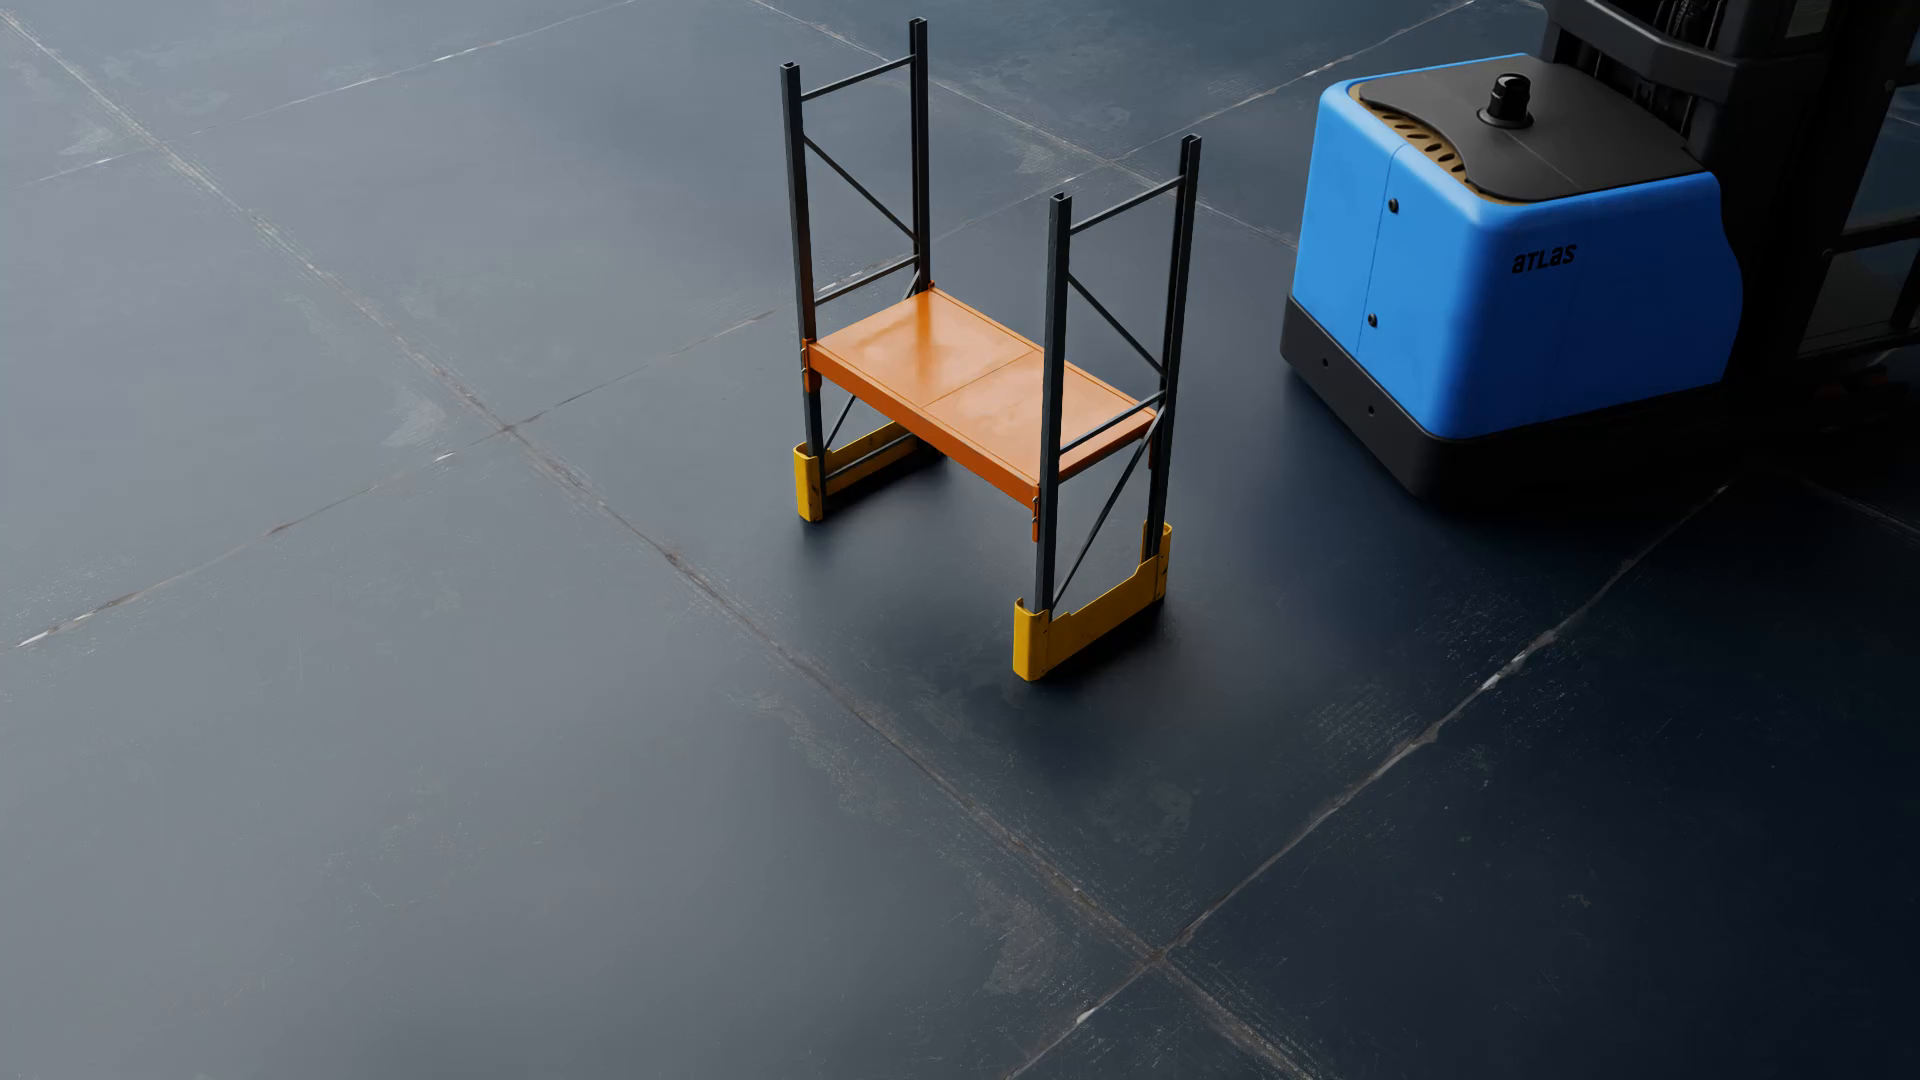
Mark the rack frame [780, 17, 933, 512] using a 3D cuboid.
[{"bbox_3d":[-0.286,-0.779,5.021,0.500,1.500,0.032,-30,48,-32],"label":"rack frame"}]

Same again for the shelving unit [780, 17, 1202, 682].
[{"bbox_3d":[0.052,-0.548,4.735,0.587,1.500,1.083,-30,48,-32],"label":"shelving unit"}]

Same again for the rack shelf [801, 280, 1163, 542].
[{"bbox_3d":[0.058,-0.404,4.843,0.538,0.185,1.000,-30,48,-32],"label":"rack shelf"}]

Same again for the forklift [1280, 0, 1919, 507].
[{"bbox_3d":[2.721,-1.809,5.157,3.031,2.935,1.130,-13,41,-15],"label":"forklift"}]

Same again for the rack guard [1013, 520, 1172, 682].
[{"bbox_3d":[0.388,0.169,4.842,0.587,0.250,0.087,-30,48,-32],"label":"rack guard"}]

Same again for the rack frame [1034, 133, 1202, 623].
[{"bbox_3d":[0.402,-0.309,4.439,0.500,1.500,0.032,-30,48,-32],"label":"rack frame"}]

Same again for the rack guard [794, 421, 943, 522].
[{"bbox_3d":[-0.285,-0.292,5.413,0.587,0.250,0.087,-30,48,-32],"label":"rack guard"}]
